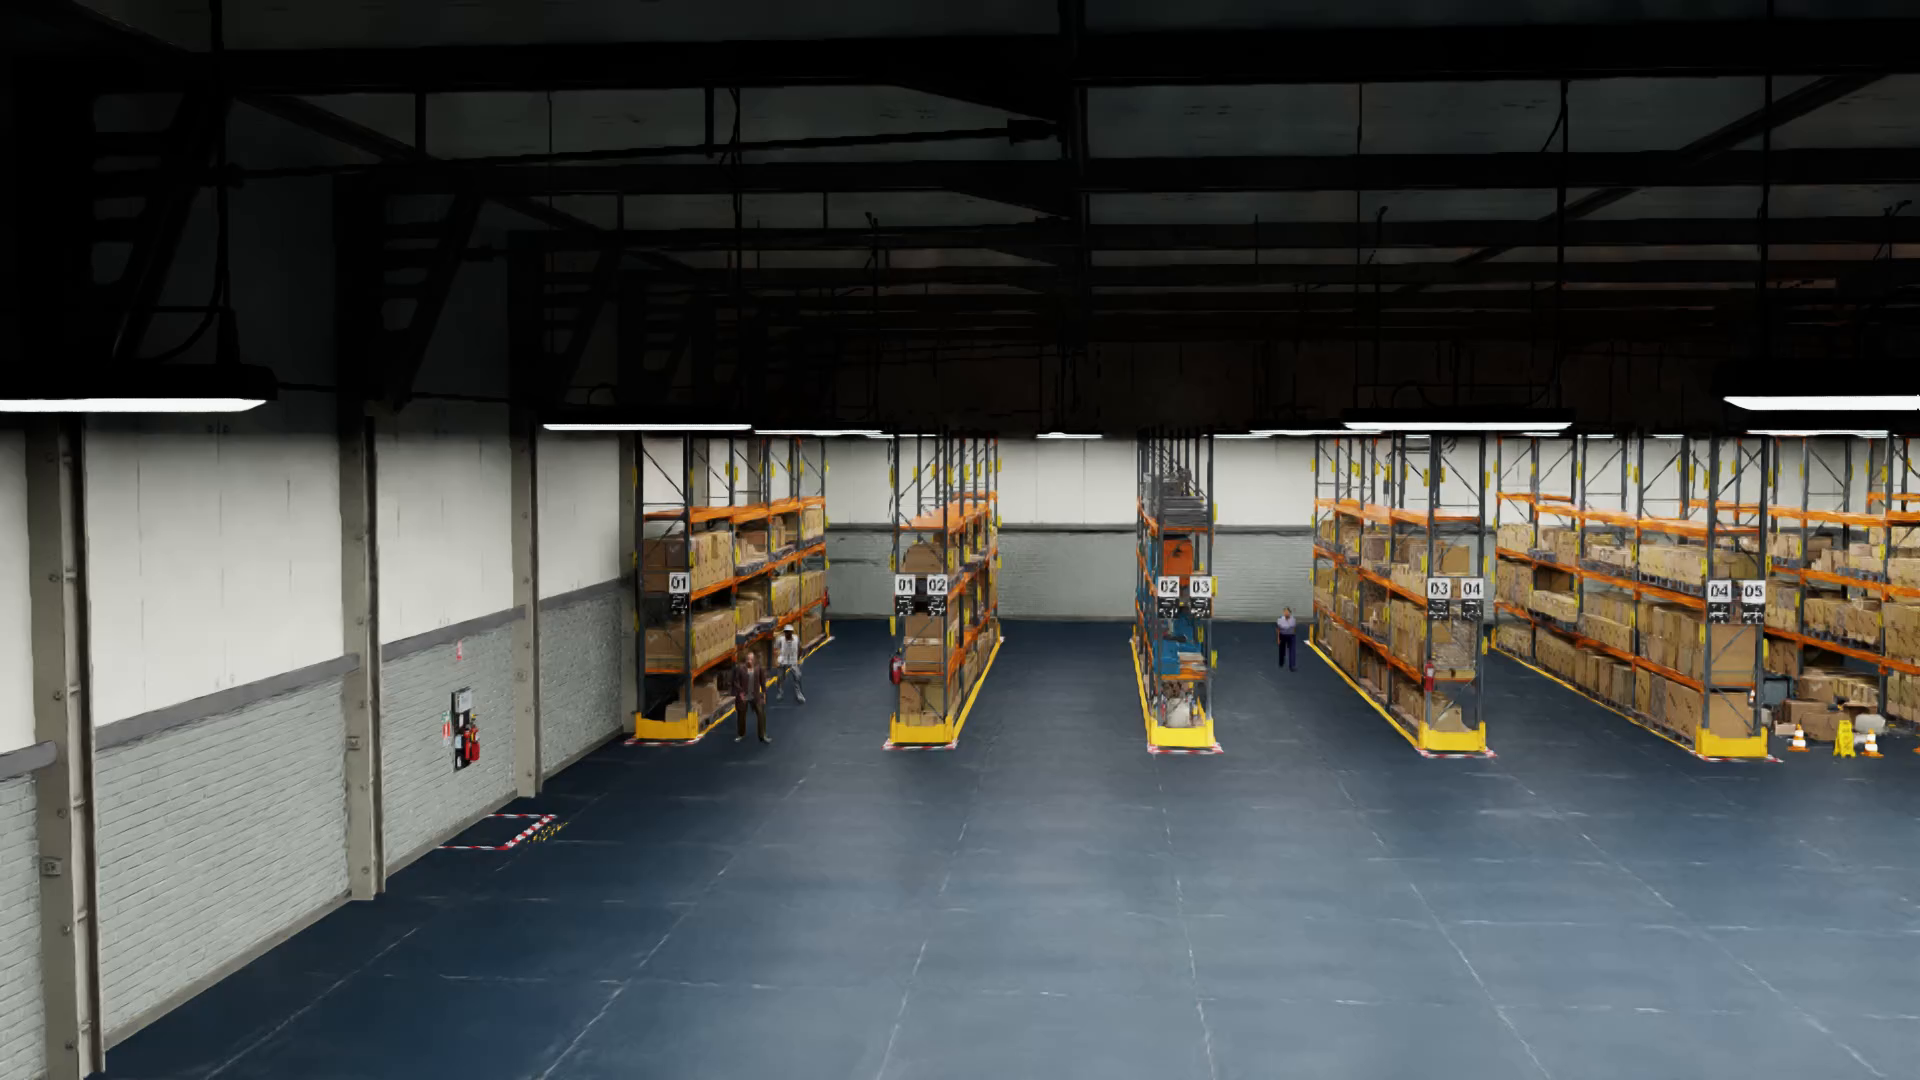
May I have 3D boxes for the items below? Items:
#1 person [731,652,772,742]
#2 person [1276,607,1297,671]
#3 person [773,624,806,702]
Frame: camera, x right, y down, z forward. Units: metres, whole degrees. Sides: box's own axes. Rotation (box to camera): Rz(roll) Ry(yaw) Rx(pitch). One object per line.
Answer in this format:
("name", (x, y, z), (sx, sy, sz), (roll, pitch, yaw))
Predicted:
("person", (-3.978, 2.966, 31.415), (0.715, 1.726, 0.833), (-1, 4, -16))
("person", (8.122, 2.430, 41.415), (0.478, 1.552, 1.090), (0, 3, 7))
("person", (-3.761, 2.668, 36.371), (0.680, 1.714, 0.846), (-1, 4, -12))
